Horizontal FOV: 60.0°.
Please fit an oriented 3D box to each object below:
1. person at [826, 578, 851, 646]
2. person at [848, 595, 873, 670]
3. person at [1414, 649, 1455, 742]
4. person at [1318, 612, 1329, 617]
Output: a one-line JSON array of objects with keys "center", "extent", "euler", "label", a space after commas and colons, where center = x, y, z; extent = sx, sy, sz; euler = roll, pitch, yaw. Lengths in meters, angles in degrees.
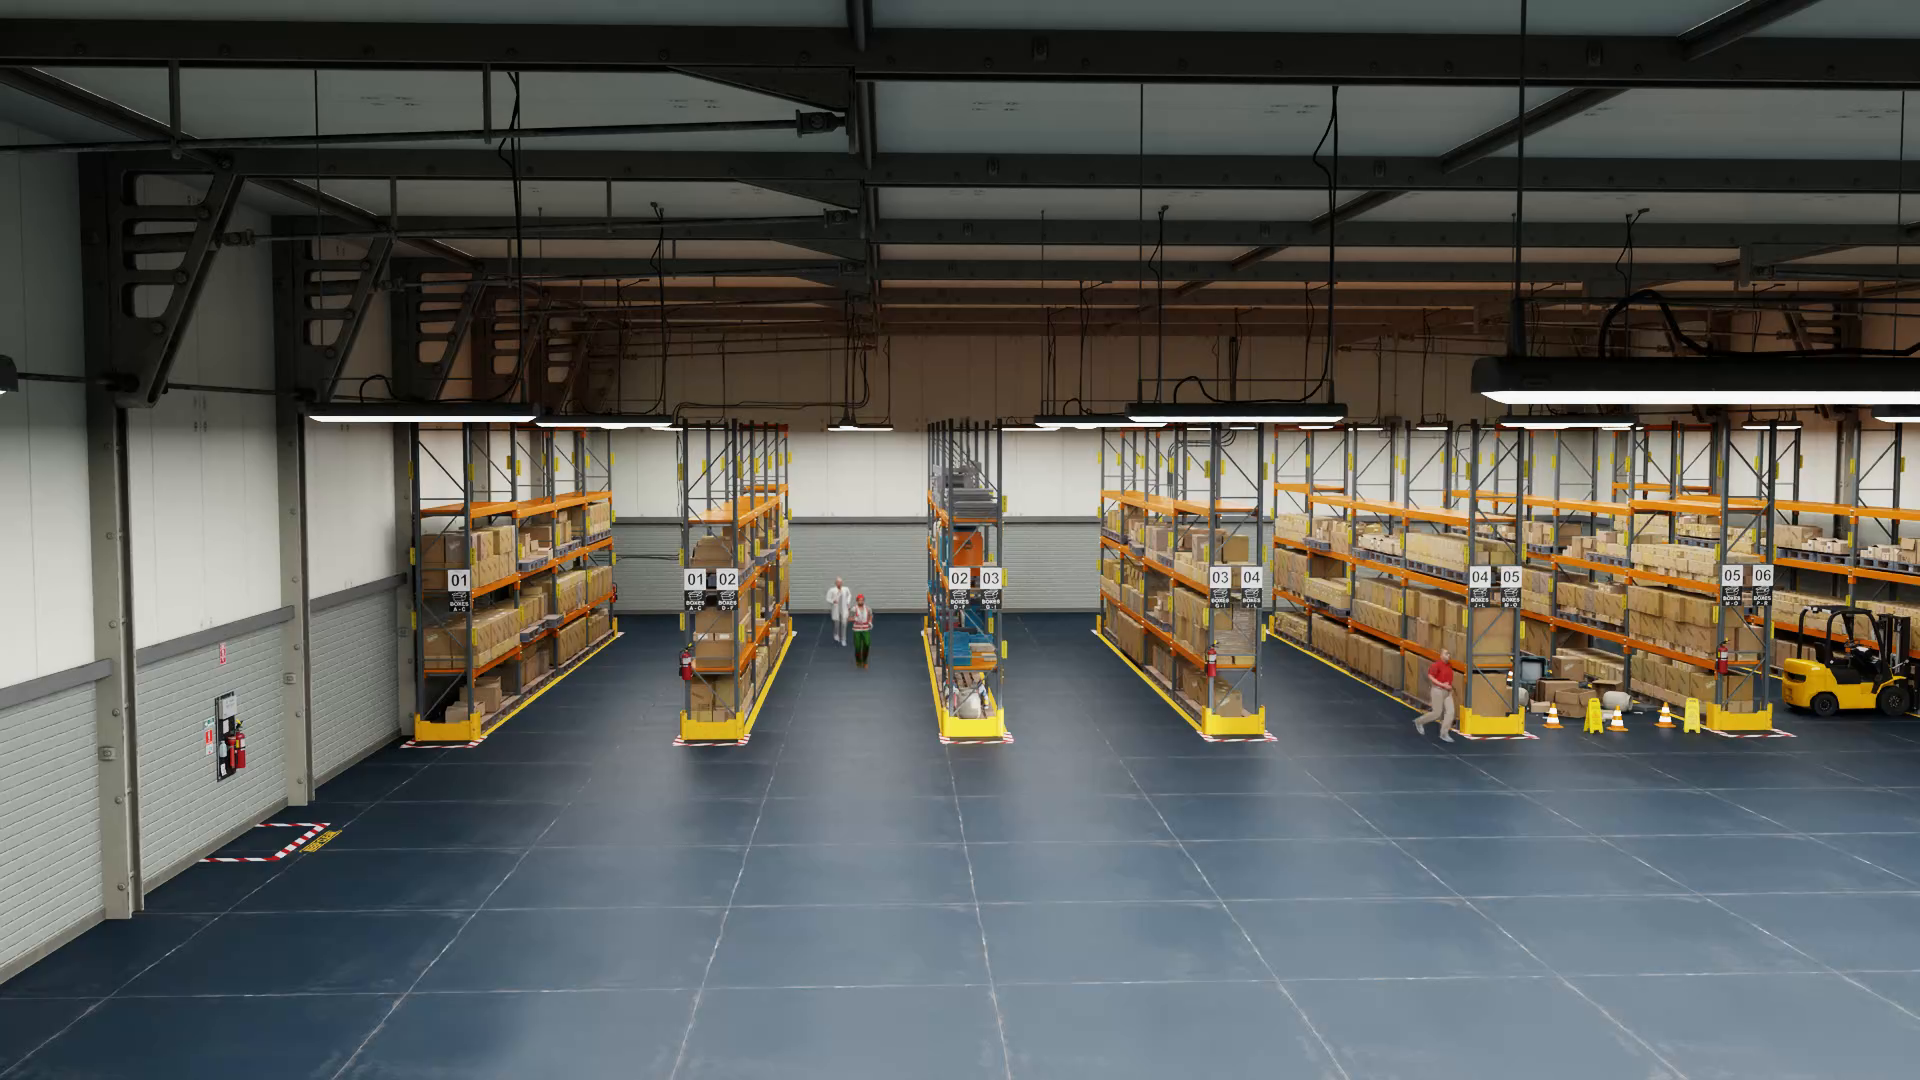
[{"center": [-3.275, 1.936, 45.123], "extent": [0.708, 1.798, 1.050], "euler": [-1, 4, -13], "label": "person"}, {"center": [-2.395, 2.239, 40.464], "extent": [0.632, 1.824, 0.705], "euler": [-1, 4, -11], "label": "person"}, {"center": [8.987, 2.890, 31.186], "extent": [0.677, 1.720, 0.808], "euler": [-3, 5, -39], "label": "person"}, {"center": [10.647, 1.782, 48.412], "extent": [0.756, 1.728, 0.679], "euler": [-3, 5, -36], "label": "person"}]
